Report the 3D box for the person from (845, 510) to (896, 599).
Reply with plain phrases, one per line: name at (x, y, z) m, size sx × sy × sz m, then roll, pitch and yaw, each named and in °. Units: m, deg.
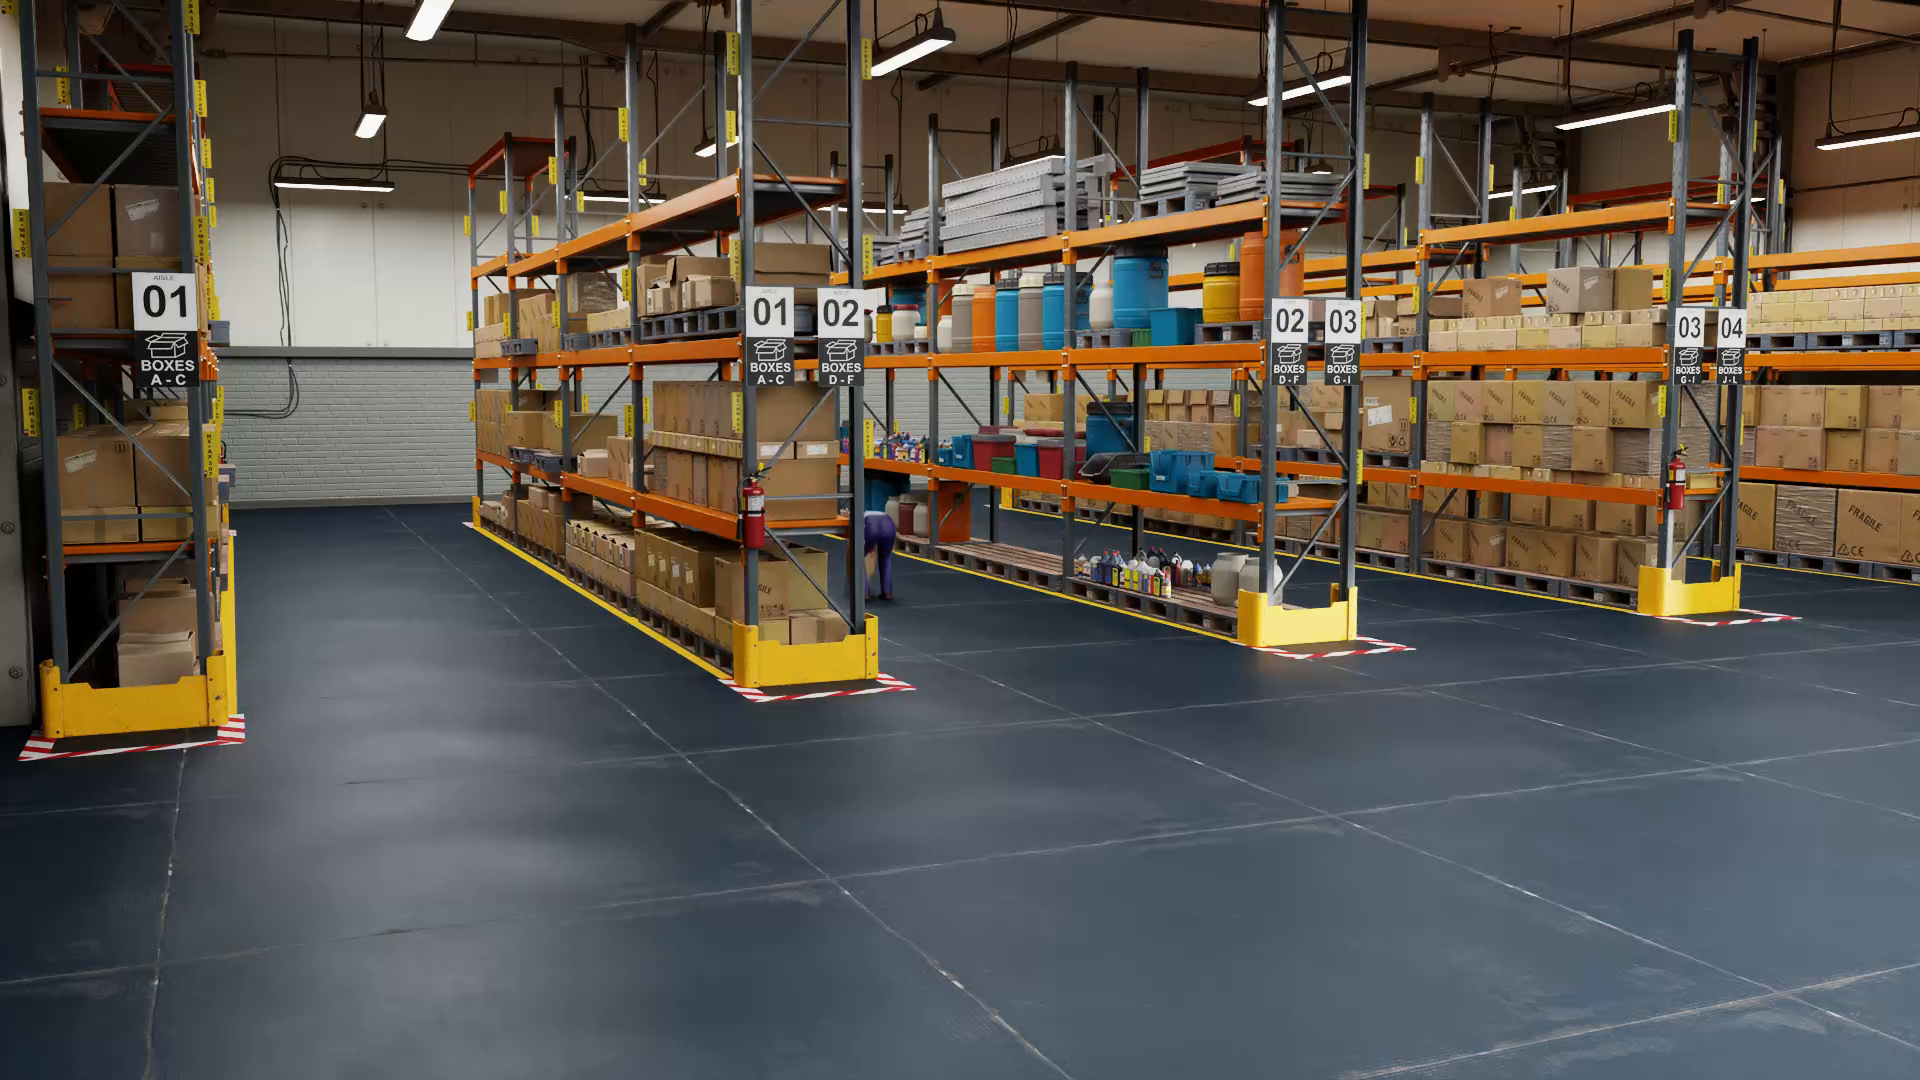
person at (-1.048, 0.158, 18.837) m, size 0.471 × 1.001 × 0.910 m, roll -3°, pitch 6°, yaw -26°
